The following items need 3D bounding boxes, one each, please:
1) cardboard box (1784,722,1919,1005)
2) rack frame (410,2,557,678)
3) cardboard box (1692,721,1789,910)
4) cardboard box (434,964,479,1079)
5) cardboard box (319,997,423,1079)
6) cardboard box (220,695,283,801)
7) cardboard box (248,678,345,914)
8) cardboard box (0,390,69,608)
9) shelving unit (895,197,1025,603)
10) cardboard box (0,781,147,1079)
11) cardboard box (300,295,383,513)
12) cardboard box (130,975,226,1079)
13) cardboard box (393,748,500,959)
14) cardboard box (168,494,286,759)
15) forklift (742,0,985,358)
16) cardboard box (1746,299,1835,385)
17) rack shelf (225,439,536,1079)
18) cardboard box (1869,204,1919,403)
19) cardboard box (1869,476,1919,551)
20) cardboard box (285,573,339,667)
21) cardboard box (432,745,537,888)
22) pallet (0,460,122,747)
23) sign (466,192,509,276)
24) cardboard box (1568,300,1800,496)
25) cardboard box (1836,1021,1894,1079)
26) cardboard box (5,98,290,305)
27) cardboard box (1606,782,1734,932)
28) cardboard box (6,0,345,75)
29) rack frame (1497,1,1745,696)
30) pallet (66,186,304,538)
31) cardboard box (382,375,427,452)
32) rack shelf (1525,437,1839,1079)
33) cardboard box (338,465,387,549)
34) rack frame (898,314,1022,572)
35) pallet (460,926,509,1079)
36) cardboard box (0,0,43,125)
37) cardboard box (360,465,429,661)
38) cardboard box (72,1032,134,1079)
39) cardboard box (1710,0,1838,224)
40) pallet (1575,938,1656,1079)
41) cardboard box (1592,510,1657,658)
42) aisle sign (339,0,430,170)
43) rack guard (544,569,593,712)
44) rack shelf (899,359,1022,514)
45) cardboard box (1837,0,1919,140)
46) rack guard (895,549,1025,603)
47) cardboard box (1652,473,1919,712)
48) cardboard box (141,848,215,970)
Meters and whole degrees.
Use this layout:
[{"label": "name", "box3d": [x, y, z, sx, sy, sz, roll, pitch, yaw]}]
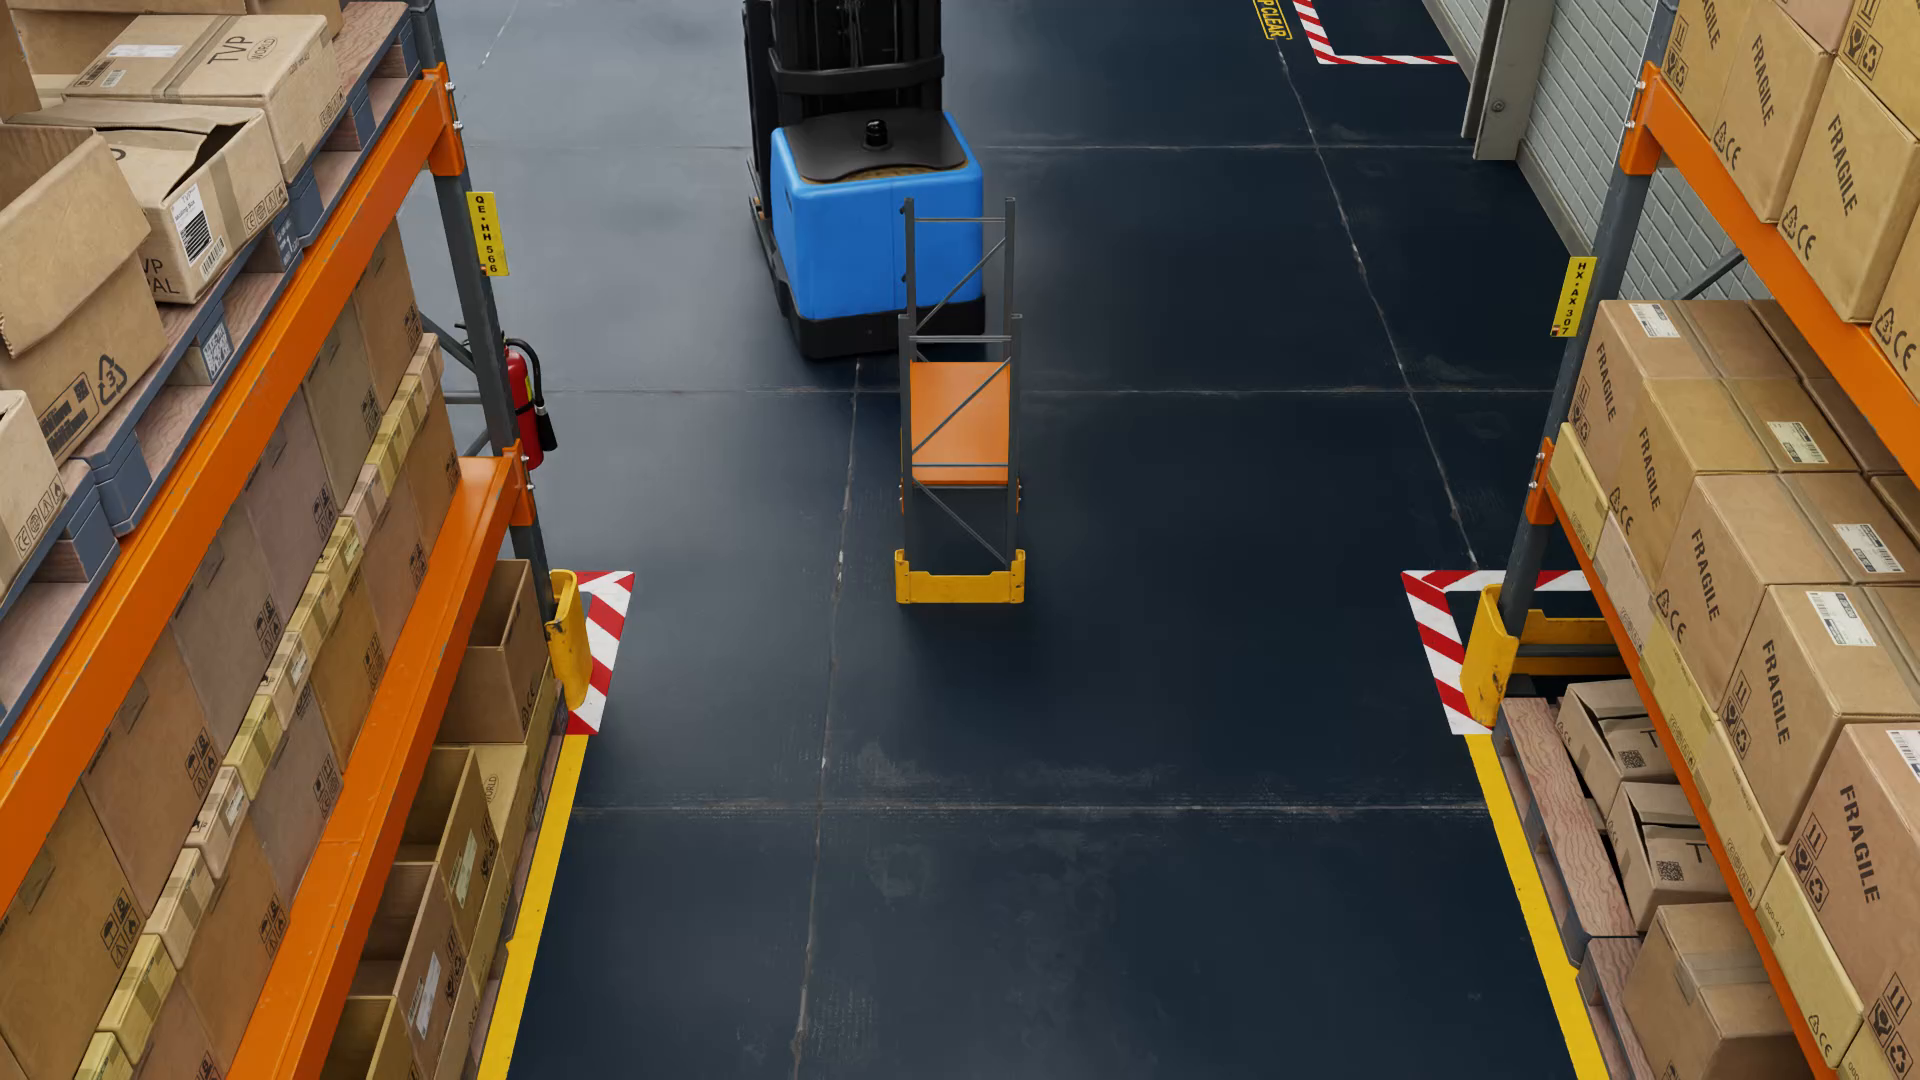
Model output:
[{"label": "cardboard box", "box3d": [2.456, 0.799, 4.104, 0.500, 0.500, 0.500, -1, 39, -1]}, {"label": "rack frame", "box3d": [-2.196, -0.532, 6.260, 1.000, 3.000, 0.127, 0, 39, 0]}, {"label": "cardboard box", "box3d": [2.448, 0.778, 4.730, 0.500, 0.250, 0.500, 0, 39, 0]}, {"label": "cardboard box", "box3d": [-1.886, 1.651, 5.400, 0.500, 0.250, 0.500, 0, 39, 0]}, {"label": "cardboard box", "box3d": [-1.880, 1.671, 4.775, 0.500, 0.500, 0.500, 0, 39, 0]}, {"label": "cardboard box", "box3d": [-2.004, 0.541, 4.323, 0.380, 0.149, 0.250, 0, 39, 0]}, {"label": "cardboard box", "box3d": [-2.204, 0.689, 4.657, 0.700, 0.500, 0.500, 1, 39, 1]}, {"label": "cardboard box", "box3d": [-1.929, -0.037, 2.868, 0.500, 0.311, 0.500, -2, 39, -3]}, {"label": "shelving unit", "box3d": [0.000, -0.633, 7.586, 0.587, 1.500, 1.083, 0, 39, 0]}, {"label": "cardboard box", "box3d": [-2.200, 0.831, 3.443, 0.700, 0.500, 0.500, 0, 39, 0]}, {"label": "cardboard box", "box3d": [-2.202, -0.423, 5.007, 0.700, 0.500, 0.500, -1, 39, -1]}, {"label": "cardboard box", "box3d": [-2.206, 1.323, 3.866, 0.700, 0.500, 0.500, 0, 39, -1]}, {"label": "cardboard box", "box3d": [-1.882, 1.045, 5.556, 0.500, 0.500, 0.500, 0, 39, 0]}, {"label": "cardboard box", "box3d": [-2.200, 0.205, 4.223, 0.700, 0.500, 0.500, 0, 39, 0]}, {"label": "forklift", "box3d": [-0.704, -3.067, 9.479, 1.130, 2.935, 3.031, -9, 39, -11]}, {"label": "cardboard box", "box3d": [2.970, -0.485, 5.706, 0.500, 0.500, 0.500, 0, 39, -1]}, {"label": "rack shelf", "box3d": [-2.194, 1.000, 4.925, 1.077, 0.370, 4.000, 0, 39, 0]}, {"label": "cardboard box", "box3d": [2.499, -0.550, 3.789, 0.500, 0.500, 0.500, 2, 39, 3]}, {"label": "cardboard box", "box3d": [2.966, 0.153, 4.910, 0.500, 0.500, 0.500, -1, 39, -1]}, {"label": "cardboard box", "box3d": [-2.002, 0.225, 4.718, 0.380, 0.149, 0.250, 1, 39, 1]}, {"label": "cardboard box", "box3d": [-1.888, 1.025, 6.181, 0.500, 0.250, 0.500, 0, 39, 0]}, {"label": "pallet", "box3d": [-2.219, 0.300, 2.894, 1.003, 0.211, 1.213, 0, 39, 0]}, {"label": "sign", "box3d": [-1.654, -1.068, 5.814, 0.100, 0.325, 0.005, 0, 39, 0]}, {"label": "cardboard box", "box3d": [2.457, -0.481, 5.701, 0.500, 0.500, 0.500, 0, 39, 0]}, {"label": "cardboard box", "box3d": [2.466, 1.407, 3.945, 0.500, 0.250, 0.500, 0, 39, 0]}, {"label": "cardboard box", "box3d": [-1.931, -0.818, 3.843, 0.500, 0.311, 0.500, 4, 39, 5]}, {"label": "cardboard box", "box3d": [2.669, 1.129, 5.986, 0.500, 0.311, 0.500, 3, 39, 4]}, {"label": "cardboard box", "box3d": [-2.200, -1.602, 4.666, 0.797, 0.503, 0.637, 2, 39, 3]}, {"label": "rack frame", "box3d": [2.757, -0.538, 6.268, 1.000, 3.000, 0.127, 0, 39, 0]}, {"label": "pallet", "box3d": [-2.217, -0.461, 3.844, 1.003, 0.211, 1.213, 0, 39, 0]}, {"label": "cardboard box", "box3d": [-2.004, -0.421, 5.524, 0.380, 0.149, 0.250, 1, 39, 1]}, {"label": "rack shelf", "box3d": [2.760, 0.994, 4.932, 1.077, 0.370, 4.000, 0, 39, 0]}, {"label": "cardboard box", "box3d": [-2.005, -0.104, 5.128, 0.380, 0.149, 0.250, 0, 39, 1]}, {"label": "rack frame", "box3d": [0.000, -0.321, 7.196, 0.500, 1.500, 0.032, 0, 39, 0]}, {"label": "pallet", "box3d": [-2.155, 1.796, 5.586, 1.003, 0.211, 1.213, 0, 39, 0]}, {"label": "cardboard box", "box3d": [-2.468, -0.921, 3.820, 0.500, 0.500, 0.500, 0, 39, 0]}, {"label": "cardboard box", "box3d": [-2.203, 0.050, 5.455, 0.700, 0.500, 0.500, 1, 39, 1]}, {"label": "cardboard box", "box3d": [-2.001, 1.191, 3.512, 0.380, 0.149, 0.250, -1, 39, -1]}, {"label": "cardboard box", "box3d": [2.473, -1.210, 4.612, 0.500, 0.500, 0.500, 2, 39, 3]}, {"label": "pallet", "box3d": [2.722, 1.867, 5.497, 1.003, 0.211, 1.213, 0, 39, 0]}, {"label": "cardboard box", "box3d": [2.455, 0.143, 5.522, 0.500, 0.250, 0.500, -1, 39, -1]}, {"label": "aisle sign", "box3d": [-1.903, -1.587, 5.499, 0.394, 0.787, 0.004, 0, 39, 0]}, {"label": "rack guard", "box3d": [-2.196, 0.429, 7.061, 1.175, 0.500, 0.348, 0, 39, 0]}, {"label": "rack shelf", "box3d": [0.000, -0.498, 7.706, 0.538, 0.185, 1.000, 0, 39, 0]}, {"label": "cardboard box", "box3d": [2.477, -1.270, 3.887, 0.500, 0.500, 0.500, 1, 39, 1]}, {"label": "rack guard", "box3d": [0.000, 0.166, 7.588, 0.587, 0.250, 0.087, 0, 39, 0]}, {"label": "cardboard box", "box3d": [2.442, 0.151, 4.912, 0.500, 0.500, 0.500, -1, 39, -2]}, {"label": "cardboard box", "box3d": [-2.001, 0.871, 3.912, 0.380, 0.149, 0.250, -1, 39, -2]}]
